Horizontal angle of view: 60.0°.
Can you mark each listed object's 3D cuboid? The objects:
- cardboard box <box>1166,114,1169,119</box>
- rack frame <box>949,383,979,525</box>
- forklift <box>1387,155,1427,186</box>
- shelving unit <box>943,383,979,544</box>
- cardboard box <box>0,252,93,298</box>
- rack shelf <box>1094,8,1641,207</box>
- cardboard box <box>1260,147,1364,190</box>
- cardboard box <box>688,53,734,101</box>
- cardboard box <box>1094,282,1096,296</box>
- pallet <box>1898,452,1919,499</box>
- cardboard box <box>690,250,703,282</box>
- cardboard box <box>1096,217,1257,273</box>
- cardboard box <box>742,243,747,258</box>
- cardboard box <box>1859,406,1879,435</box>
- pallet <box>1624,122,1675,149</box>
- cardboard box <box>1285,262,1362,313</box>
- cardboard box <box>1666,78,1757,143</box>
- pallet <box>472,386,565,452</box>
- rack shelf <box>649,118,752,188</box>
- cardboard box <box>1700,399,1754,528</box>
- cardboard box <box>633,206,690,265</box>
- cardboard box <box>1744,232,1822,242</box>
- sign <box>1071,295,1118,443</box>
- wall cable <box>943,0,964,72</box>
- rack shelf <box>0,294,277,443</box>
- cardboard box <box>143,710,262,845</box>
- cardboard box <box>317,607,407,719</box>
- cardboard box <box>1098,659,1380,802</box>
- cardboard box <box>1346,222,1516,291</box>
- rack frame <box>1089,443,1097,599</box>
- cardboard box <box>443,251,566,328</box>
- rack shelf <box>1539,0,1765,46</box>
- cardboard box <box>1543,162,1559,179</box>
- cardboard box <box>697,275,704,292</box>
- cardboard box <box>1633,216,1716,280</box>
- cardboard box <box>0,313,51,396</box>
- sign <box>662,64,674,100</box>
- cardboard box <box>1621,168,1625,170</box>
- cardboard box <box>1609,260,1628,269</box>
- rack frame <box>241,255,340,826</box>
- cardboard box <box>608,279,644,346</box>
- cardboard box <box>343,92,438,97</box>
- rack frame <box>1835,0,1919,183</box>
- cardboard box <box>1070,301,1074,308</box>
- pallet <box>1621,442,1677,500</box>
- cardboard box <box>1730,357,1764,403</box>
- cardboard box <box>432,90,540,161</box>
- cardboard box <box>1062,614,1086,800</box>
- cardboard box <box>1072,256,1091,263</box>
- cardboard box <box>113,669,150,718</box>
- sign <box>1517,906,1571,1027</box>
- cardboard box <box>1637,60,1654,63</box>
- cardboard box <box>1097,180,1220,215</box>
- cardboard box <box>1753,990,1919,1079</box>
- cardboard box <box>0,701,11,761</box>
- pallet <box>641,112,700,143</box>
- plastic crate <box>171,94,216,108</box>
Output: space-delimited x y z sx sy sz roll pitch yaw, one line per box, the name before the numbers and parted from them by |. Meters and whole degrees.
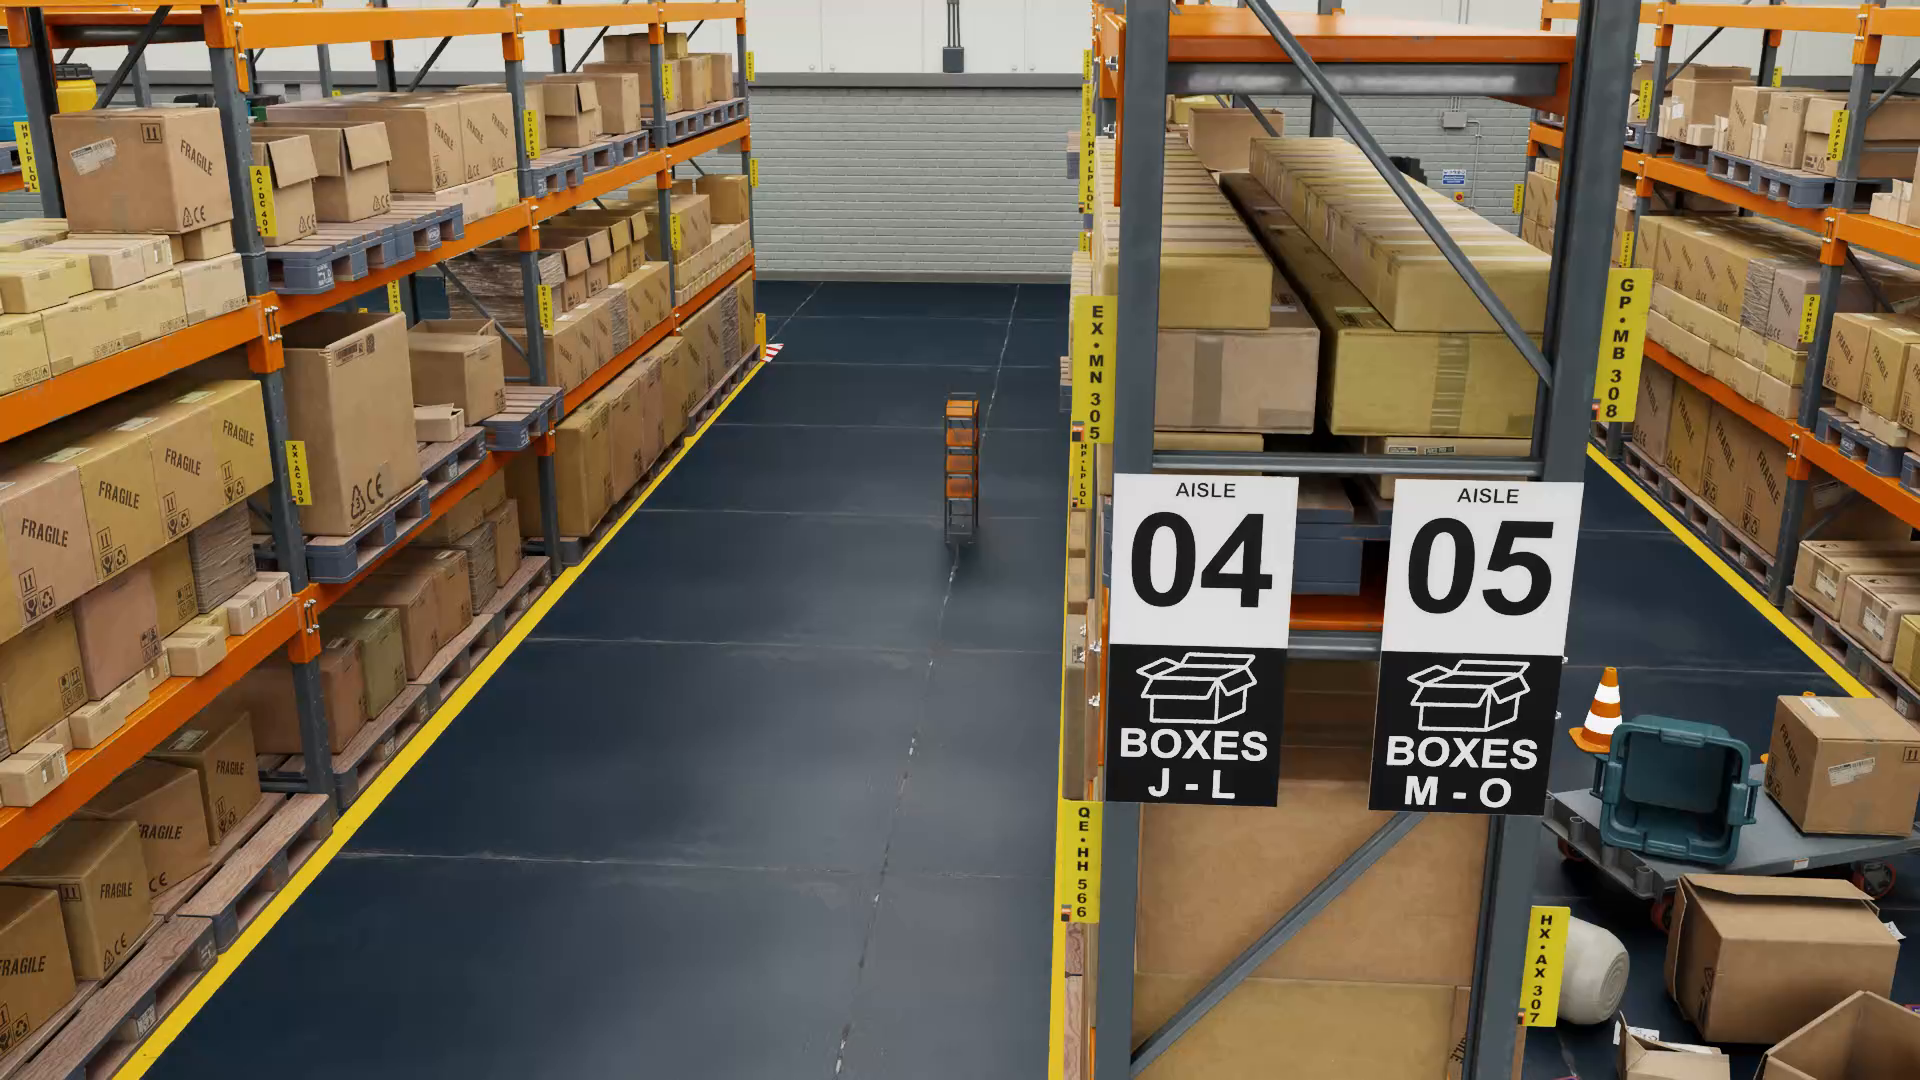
cardboard box | 1.775 -2.985 12.737 0.500 0.500 0.500 1 18 4
rack frame | 0.029 -0.697 13.624 0.240 1.200 0.015 1 18 4
forklift | 3.300 -1.570 13.508 1.130 2.935 3.031 1 18 3
shelving unit | 0.012 -0.622 13.393 0.258 1.200 0.503 1 18 4
cardboard box | -3.680 -1.040 6.562 0.380 0.149 0.250 2 18 6
rack shelf | 0.979 -1.485 5.300 1.077 0.370 4.000 1 18 4
cardboard box | 1.378 -1.442 6.477 0.380 0.149 0.250 1 18 4
cardboard box | -2.941 -5.213 18.704 0.700 0.500 0.500 0 18 1
cardboard box | 0.668 -0.839 5.918 0.380 0.149 0.250 1 18 4
pallet | 6.253 -0.243 9.657 1.003 0.211 1.213 1 18 4
cardboard box | -2.908 -2.778 16.848 0.500 0.250 0.500 1 18 4
cardboard box | 0.703 -0.913 5.504 0.500 0.250 0.500 1 18 4
cardboard box | -2.671 -3.338 19.196 0.380 0.149 0.250 1 18 4
cardboard box | 6.026 -0.763 10.662 0.380 0.149 0.250 0 18 0
pallet | 6.710 -3.830 15.619 1.003 0.211 1.213 1 18 4
cardboard box | 1.162 -0.589 4.515 0.500 0.250 0.500 1 18 3
cardboard box | 6.288 -3.598 13.934 0.500 0.500 0.500 1 18 3
pallet | -3.475 -0.857 11.528 1.213 0.211 1.003 1 18 4
rack shelf | -3.100 -4.119 17.513 1.077 0.370 4.000 1 18 4
cardboard box | 6.555 -0.630 13.266 0.875 0.875 0.875 2 18 5
cardboard box | -2.954 -2.983 16.269 0.500 0.500 0.500 1 18 4
cardboard box | 6.774 -2.253 13.715 0.500 0.500 0.500 2 18 6
sign | 0.296 -0.370 3.622 0.100 0.325 0.005 1 18 4
wall cable | 0.886 -9.715 23.453 2.277 5.999 0.120 1 18 4
rack shelf | -3.961 -0.392 6.139 1.077 0.370 4.000 1 18 4
cardboard box | -3.886 1.182 8.337 0.500 0.500 0.500 1 18 2
cardboard box | -3.699 0.712 9.742 0.700 0.500 0.500 1 18 4
cardboard box | 0.849 0.584 4.850 0.875 0.550 0.550 1 18 4
cardboard box | 1.214 -0.731 4.306 0.380 0.149 0.250 1 18 3
rack frame | 1.123 0.213 7.956 1.000 3.000 0.127 1 18 4
cardboard box | -3.462 -1.922 12.701 0.797 0.503 0.637 2 18 6
rack shelf | 6.784 -5.133 16.433 1.077 0.370 4.000 1 18 4
cardboard box | 6.545 -4.001 18.007 0.380 0.149 0.250 2 18 6
cardboard box | -2.836 -2.624 17.017 0.380 0.149 0.250 1 18 2
cardboard box | 6.323 -2.585 14.729 0.500 0.500 0.500 1 18 5
cardboard box | -3.709 -0.661 6.046 0.500 0.250 0.500 2 18 6
sign | -2.702 -4.225 15.348 0.100 0.325 0.005 1 18 4
cardboard box | 7.024 -3.832 17.491 0.380 0.149 0.250 1 18 3
cardboard box | 6.419 -2.390 15.739 0.500 0.500 0.500 1 18 4
rack frame | -3.817 0.071 8.390 1.000 3.000 0.127 1 18 4
cardboard box | -3.078 -1.994 14.531 0.500 0.500 0.500 1 18 3
cardboard box | -3.821 -2.742 11.193 0.500 0.500 0.500 1 18 4
rack frame | 6.354 -3.801 10.572 1.000 3.000 0.127 1 18 4
cardboard box | 1.026 -1.714 12.610 0.380 0.149 0.250 2 18 6
pallet | 6.661 -0.626 14.995 1.003 0.211 1.213 1 18 4
cardboard box | 6.152 -1.201 12.512 0.500 0.250 0.500 2 18 5
cardboard box | -3.559 -3.037 12.216 0.797 0.503 0.637 2 18 7
cardboard box | 1.078 0.888 8.835 1.050 0.750 0.750 1 18 4
cardboard box | 1.195 -2.436 14.813 0.380 0.149 0.250 2 18 5
cardboard box | -3.678 0.651 7.024 0.380 0.149 0.250 1 18 4
sign | 1.389 1.020 3.974 0.100 0.325 0.005 1 18 4
cardboard box | 6.633 -4.532 16.624 0.500 0.500 0.500 2 18 5
cardboard box | 0.631 -1.063 5.320 0.380 0.149 0.250 1 18 4
cardboard box | 3.381 2.119 6.149 0.797 0.503 0.637 -13 22 -34
cardboard box | -4.042 0.642 6.009 0.875 0.500 0.500 1 18 4
pallet | -3.175 -4.051 16.294 1.003 0.211 1.213 1 18 4
plastic crate | -8.281 -4.694 18.214 0.504 0.338 0.767 1 18 4
